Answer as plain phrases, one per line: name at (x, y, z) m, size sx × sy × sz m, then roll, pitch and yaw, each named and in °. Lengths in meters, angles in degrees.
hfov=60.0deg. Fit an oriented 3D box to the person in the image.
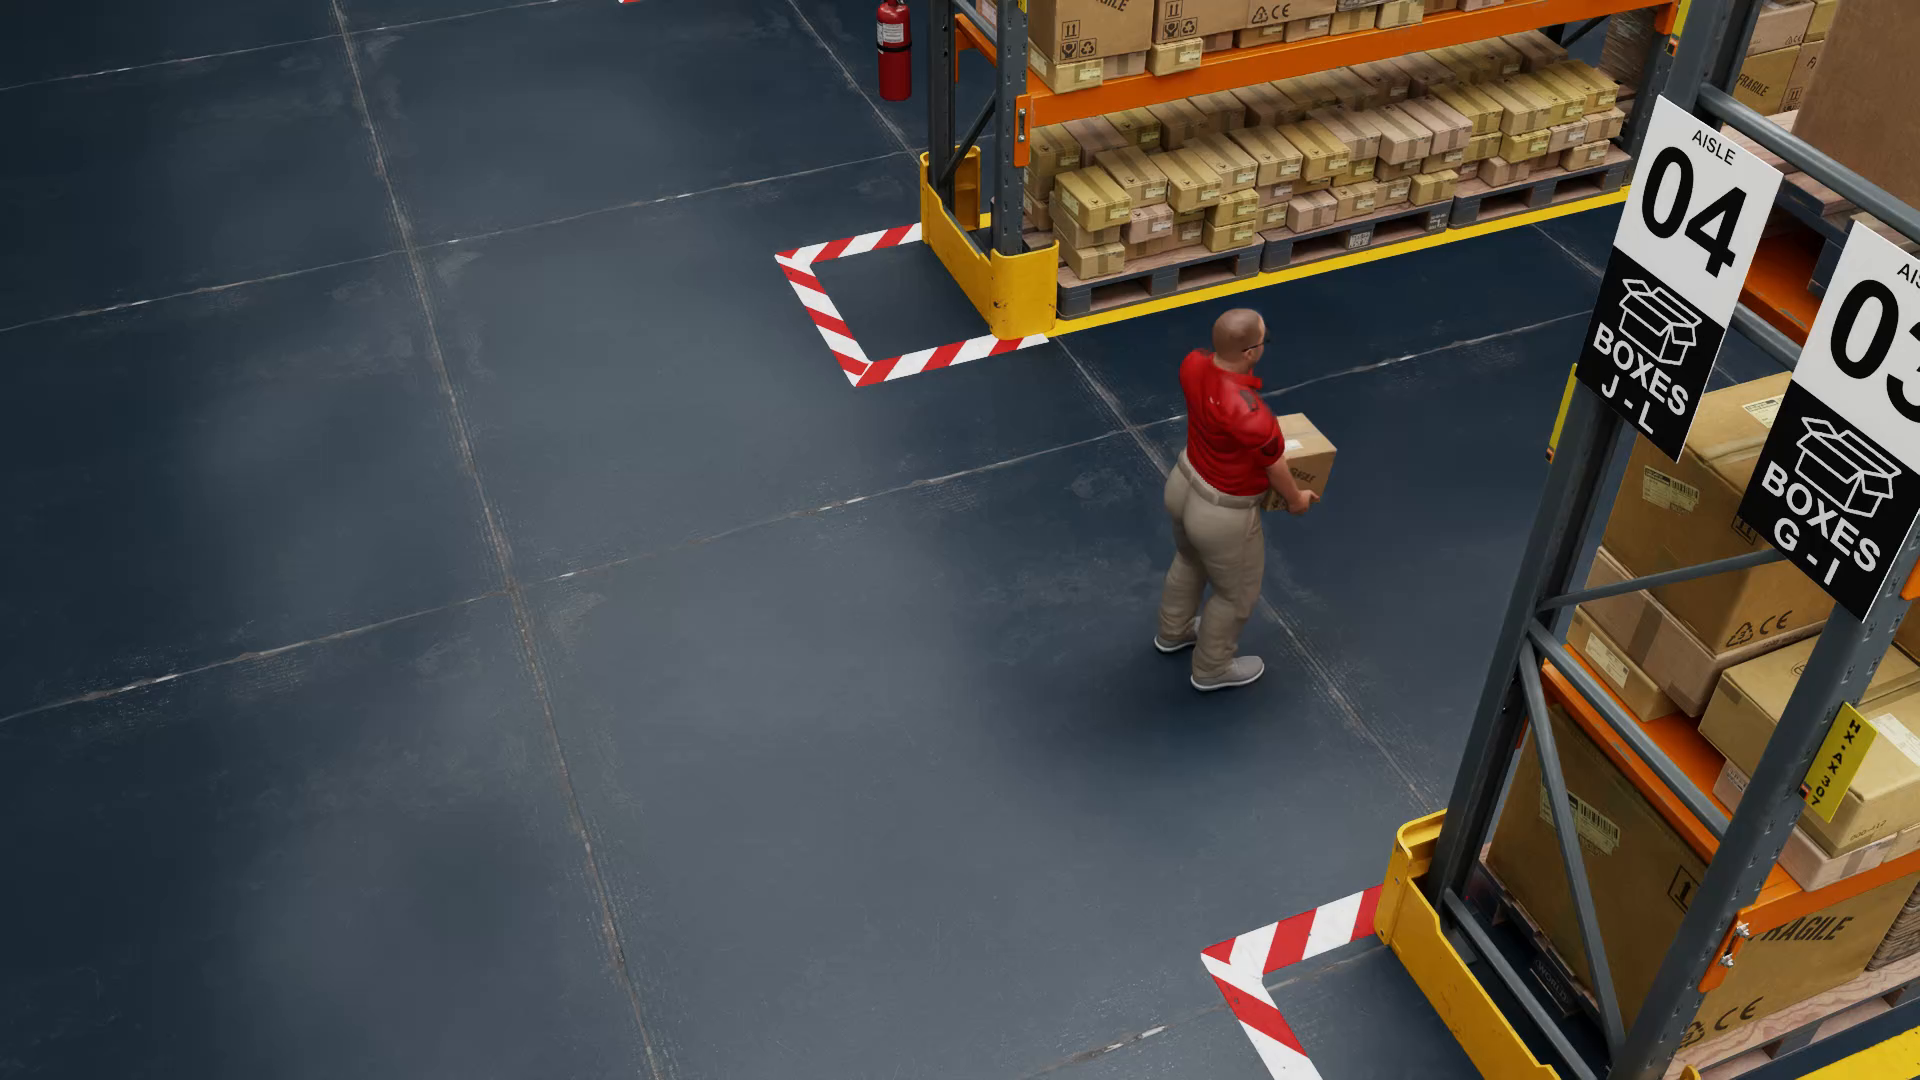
person at (1.058, -0.166, 6.368) m, size 0.541 × 1.726 × 0.490 m, roll -16°, pitch 44°, yaw -17°
